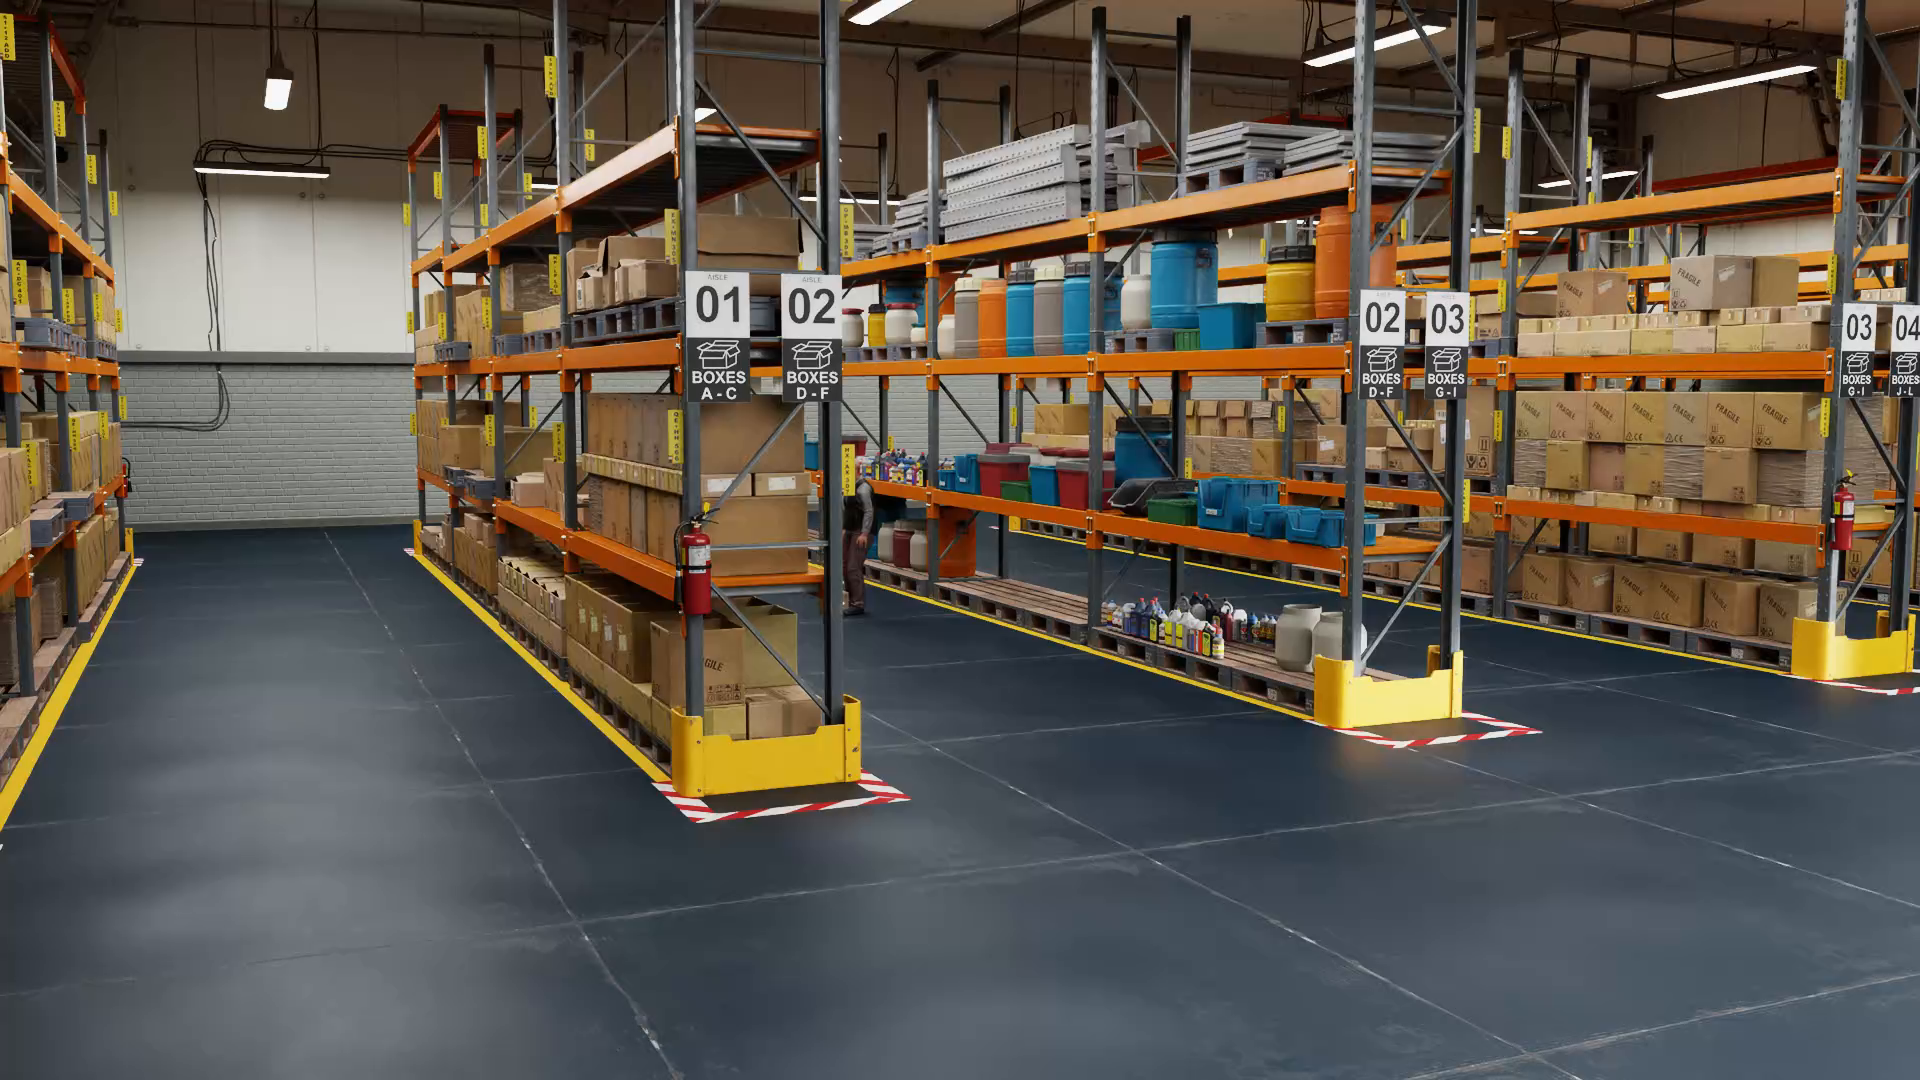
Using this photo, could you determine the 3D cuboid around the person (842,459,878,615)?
[{"bbox_3d":[-1.155,-0.049,18.344,0.475,1.720,0.589,-3,6,-27],"label":"person"}]
